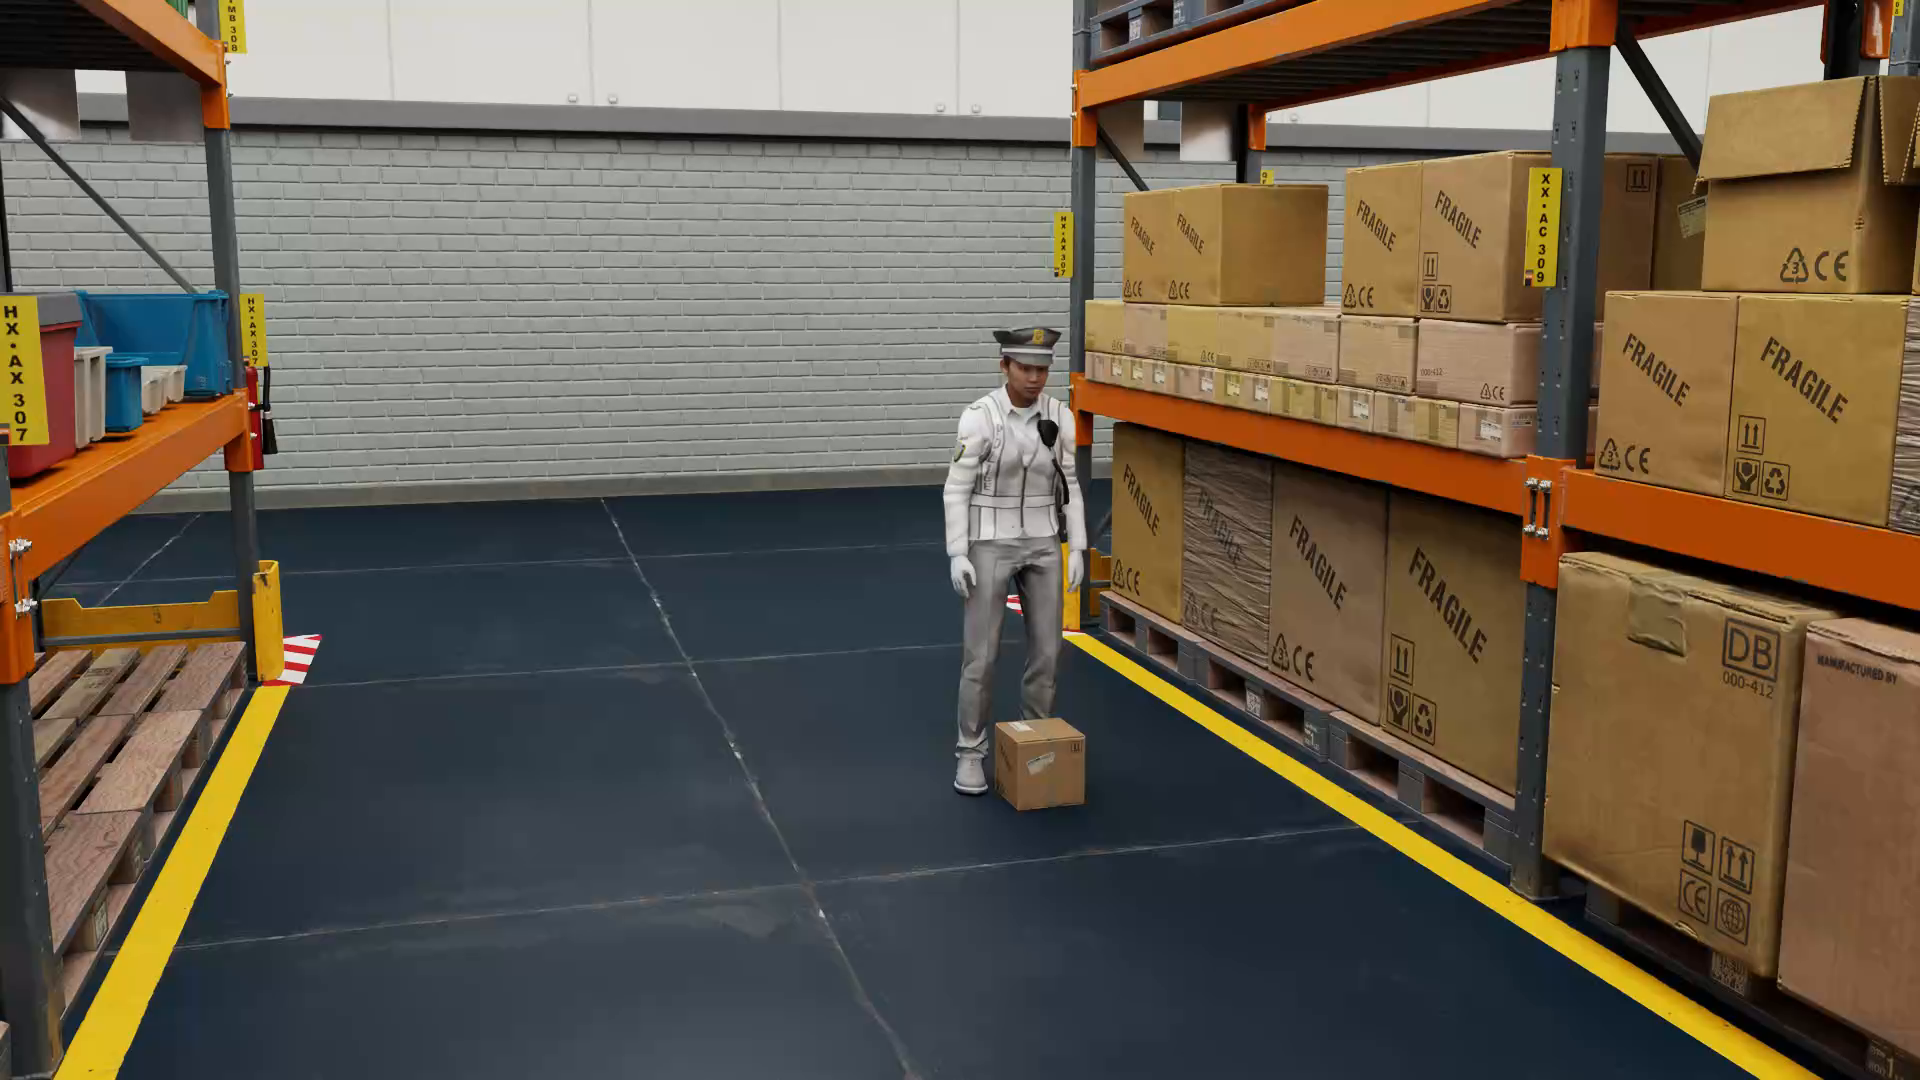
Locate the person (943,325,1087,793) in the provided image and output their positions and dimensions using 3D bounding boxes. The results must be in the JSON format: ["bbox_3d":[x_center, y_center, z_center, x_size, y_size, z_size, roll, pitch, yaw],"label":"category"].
[{"bbox_3d":[0.204,0.059,6.009,0.529,1.664,0.371,-3,10,-16],"label":"person"}]
